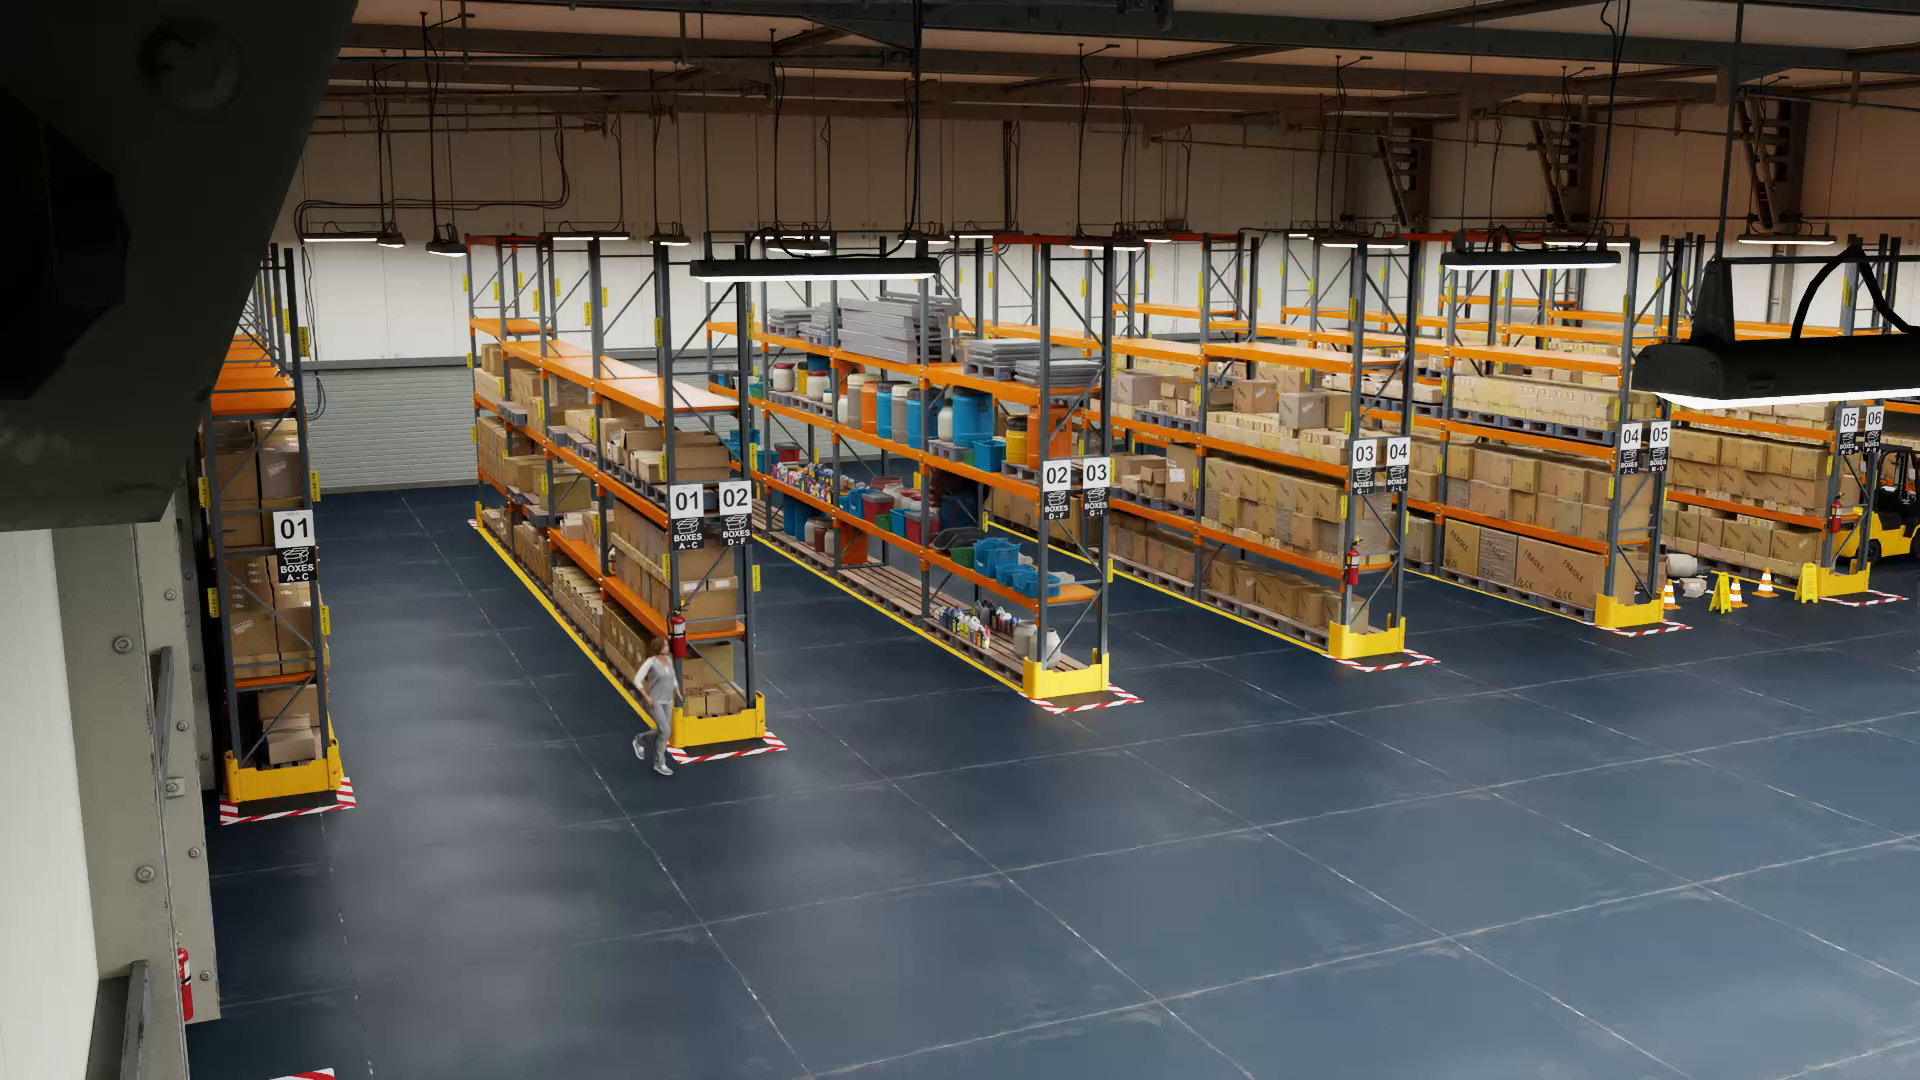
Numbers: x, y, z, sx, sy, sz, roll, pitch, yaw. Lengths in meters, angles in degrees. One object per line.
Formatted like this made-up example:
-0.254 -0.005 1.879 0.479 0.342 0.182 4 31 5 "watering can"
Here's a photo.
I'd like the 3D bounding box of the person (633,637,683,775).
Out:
-3.531 1.898 19.325 0.621 1.569 0.586 7 13 31 "person"
